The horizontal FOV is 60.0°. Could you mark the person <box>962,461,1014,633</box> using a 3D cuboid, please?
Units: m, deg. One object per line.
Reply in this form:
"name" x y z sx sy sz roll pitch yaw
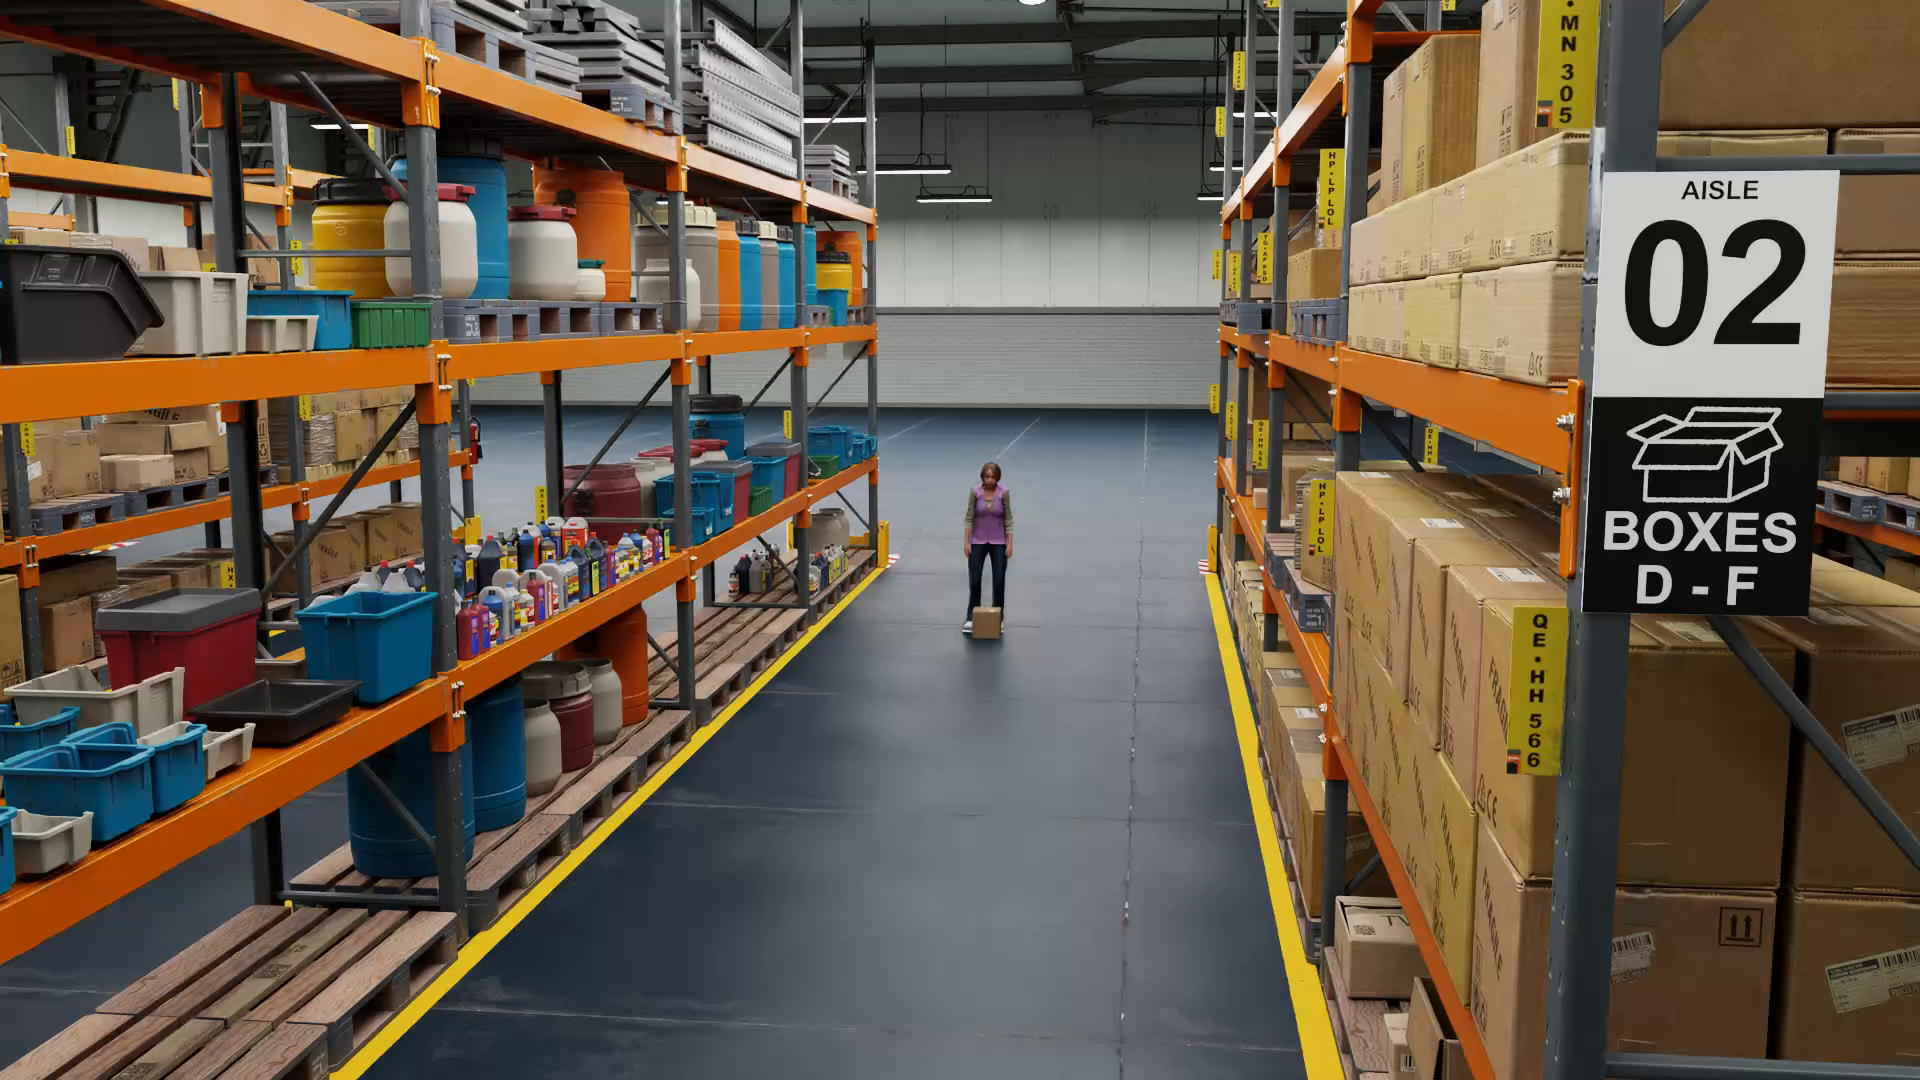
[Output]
"person" 0.261 0.064 15.392 0.471 1.590 0.348 0 8 4
